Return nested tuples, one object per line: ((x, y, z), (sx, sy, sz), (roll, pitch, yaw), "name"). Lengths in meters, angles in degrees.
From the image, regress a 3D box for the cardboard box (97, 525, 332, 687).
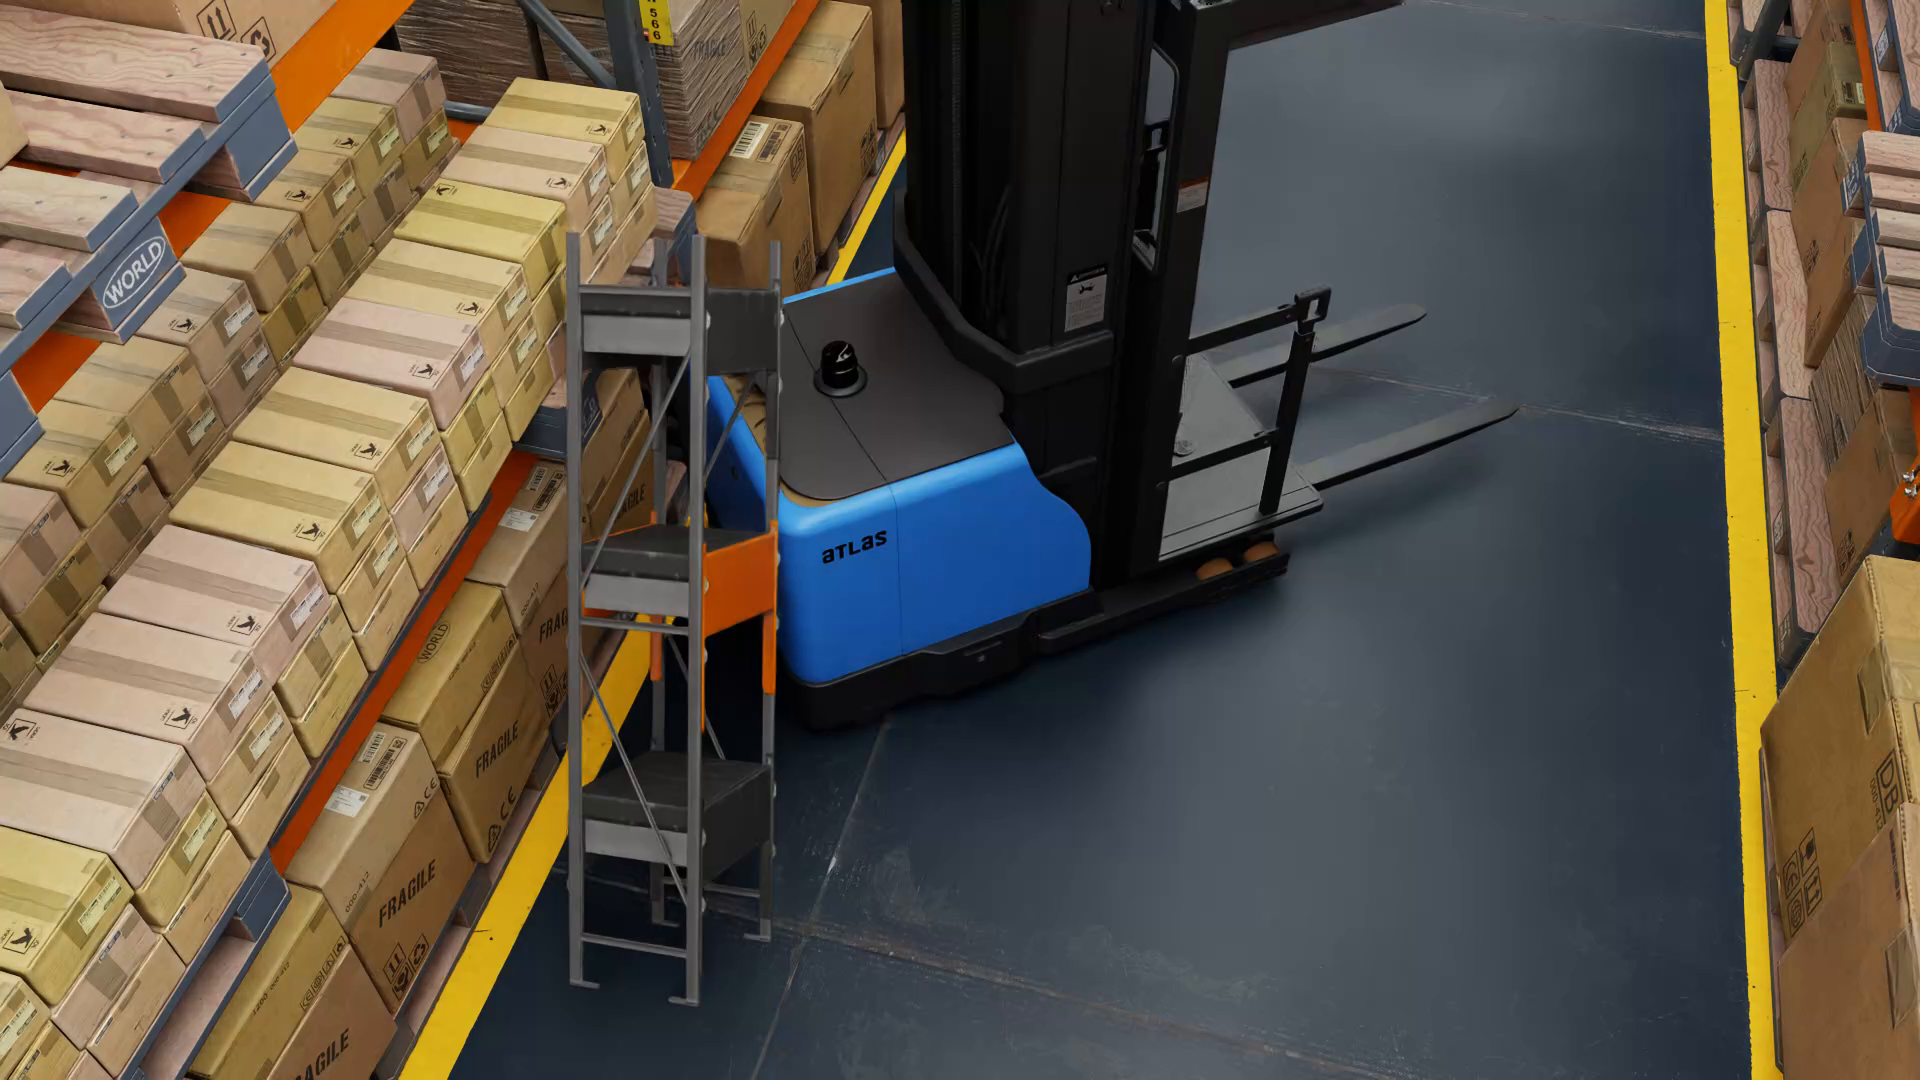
((-1.614, 0.141, 3.616), (0.380, 0.149, 0.250), (13, 50, 11), "cardboard box")

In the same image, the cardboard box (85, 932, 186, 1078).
((-1.817, 0.891, 3.350), (0.380, 0.149, 0.250), (12, 50, 10), "cardboard box")

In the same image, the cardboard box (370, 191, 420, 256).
((-1.831, -0.948, 4.974), (0.380, 0.149, 0.250), (14, 50, 12), "cardboard box")

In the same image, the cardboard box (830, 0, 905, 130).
((-0.729, -2.494, 7.671), (1.050, 0.750, 0.750), (12, 50, 10), "cardboard box")

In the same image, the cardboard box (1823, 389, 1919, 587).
((3.467, -0.125, 5.734), (0.700, 0.500, 0.500), (9, 49, 8), "cardboard box")

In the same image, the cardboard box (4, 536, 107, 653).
((-2.243, 0.088, 3.861), (0.380, 0.149, 0.250), (12, 50, 10), "cardboard box")

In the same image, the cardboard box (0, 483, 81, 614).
((-2.240, -0.001, 3.741), (0.380, 0.149, 0.250), (10, 49, 8), "cardboard box")

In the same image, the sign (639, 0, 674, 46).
((-0.922, -1.627, 4.966), (0.100, 0.325, 0.005), (12, 50, 10), "sign")

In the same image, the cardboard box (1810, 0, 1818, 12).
((4.507, -2.805, 8.112), (0.500, 0.500, 0.500), (10, 49, 9), "cardboard box")

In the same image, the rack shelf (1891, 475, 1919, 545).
((2.784, 1.366, 3.523), (1.077, 0.370, 4.000), (12, 50, 10), "rack shelf")

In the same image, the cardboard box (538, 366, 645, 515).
((-1.375, -0.384, 5.475), (0.500, 0.250, 0.500), (11, 49, 9), "cardboard box")

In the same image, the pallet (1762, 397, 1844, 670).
((3.518, 0.039, 6.074), (1.003, 0.211, 1.213), (12, 50, 10), "pallet")

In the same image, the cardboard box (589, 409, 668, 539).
((-1.369, -0.154, 5.773), (0.500, 0.500, 0.500), (11, 50, 10), "cardboard box")

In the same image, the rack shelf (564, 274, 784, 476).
((-0.786, -0.474, 4.626), (0.431, 0.518, 0.480), (5, 9, 17), "rack shelf")

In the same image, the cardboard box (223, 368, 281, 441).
((-2.039, -0.364, 4.458), (0.380, 0.149, 0.250), (13, 50, 11), "cardboard box")

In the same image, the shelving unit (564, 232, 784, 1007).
((-0.807, 0.204, 4.731), (0.431, 2.100, 0.503), (5, 9, 17), "shelving unit")

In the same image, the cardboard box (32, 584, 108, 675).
((-2.248, 0.198, 3.962), (0.380, 0.149, 0.250), (14, 50, 12), "cardboard box")

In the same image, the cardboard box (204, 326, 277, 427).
((-2.038, -0.462, 4.346), (0.380, 0.149, 0.250), (12, 50, 10), "cardboard box")

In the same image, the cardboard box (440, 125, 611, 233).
((-1.203, -0.997, 4.620), (0.380, 0.149, 0.250), (11, 49, 10), "cardboard box")

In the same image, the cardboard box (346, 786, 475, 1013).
((-1.788, 0.964, 4.785), (0.500, 0.500, 0.500), (12, 50, 11), "cardboard box")

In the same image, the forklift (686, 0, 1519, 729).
((0.640, -1.088, 5.255), (3.031, 2.935, 1.130), (-19, 51, -16), "forklift")

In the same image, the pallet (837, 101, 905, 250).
((-0.845, -1.883, 7.771), (1.003, 0.211, 1.213), (12, 50, 10), "pallet")

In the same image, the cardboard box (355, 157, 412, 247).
((-1.838, -1.018, 4.837), (0.380, 0.149, 0.250), (14, 50, 12), "cardboard box")

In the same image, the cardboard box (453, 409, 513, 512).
((-1.407, -0.239, 4.347), (0.380, 0.149, 0.250), (10, 49, 8), "cardboard box")

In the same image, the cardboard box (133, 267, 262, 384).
((-2.033, -0.568, 4.241), (0.380, 0.149, 0.250), (14, 50, 12), "cardboard box")

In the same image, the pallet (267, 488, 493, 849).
((-1.930, 0.133, 4.260), (1.003, 0.211, 1.213), (12, 50, 10), "pallet")

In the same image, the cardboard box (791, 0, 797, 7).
((-0.805, -2.408, 6.308), (0.500, 0.500, 0.500), (12, 50, 10), "cardboard box")

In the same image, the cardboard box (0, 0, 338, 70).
((-1.608, -1.208, 3.248), (0.500, 0.500, 0.500), (12, 50, 10), "cardboard box")

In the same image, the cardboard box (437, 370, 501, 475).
((-1.408, -0.333, 4.232), (0.380, 0.149, 0.250), (11, 50, 10), "cardboard box")

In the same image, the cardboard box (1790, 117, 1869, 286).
((3.890, -1.344, 6.809), (0.700, 0.500, 0.500), (8, 49, 7), "cardboard box")

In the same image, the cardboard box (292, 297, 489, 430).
((-1.408, -0.440, 4.128), (0.380, 0.149, 0.250), (12, 50, 10), "cardboard box")

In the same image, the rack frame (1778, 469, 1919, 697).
((3.310, -0.318, 4.530), (1.000, 3.000, 0.127), (12, 50, 10), "rack frame")

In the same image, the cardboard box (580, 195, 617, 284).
((-1.207, -0.884, 4.719), (0.380, 0.149, 0.250), (13, 50, 11), "cardboard box")

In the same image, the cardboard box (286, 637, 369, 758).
((-1.615, 0.327, 3.848), (0.380, 0.149, 0.250), (11, 49, 9), "cardboard box")

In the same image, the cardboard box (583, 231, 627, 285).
((-1.202, -0.799, 4.842), (0.380, 0.149, 0.250), (11, 50, 10), "cardboard box")

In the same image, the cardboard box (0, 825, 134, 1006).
((-1.816, 0.688, 3.132), (0.380, 0.149, 0.250), (12, 50, 10), "cardboard box")

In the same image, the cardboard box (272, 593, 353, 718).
((-1.613, 0.225, 3.740), (0.380, 0.149, 0.250), (11, 49, 9), "cardboard box")

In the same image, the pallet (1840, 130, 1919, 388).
((3.395, -0.791, 5.076), (1.213, 0.211, 1.003), (12, 50, 10), "pallet")

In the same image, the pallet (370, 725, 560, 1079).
((-1.978, 0.997, 5.229), (1.003, 0.211, 1.213), (12, 50, 10), "pallet")

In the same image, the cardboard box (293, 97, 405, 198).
((-1.825, -1.132, 4.739), (0.380, 0.149, 0.250), (10, 49, 9), "cardboard box")

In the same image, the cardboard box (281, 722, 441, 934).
((-1.775, 0.727, 4.495), (0.500, 0.250, 0.500), (13, 50, 11), "cardboard box")

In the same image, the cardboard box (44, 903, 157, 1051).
((-1.820, 0.800, 3.232), (0.380, 0.149, 0.250), (13, 50, 11), "cardboard box")
